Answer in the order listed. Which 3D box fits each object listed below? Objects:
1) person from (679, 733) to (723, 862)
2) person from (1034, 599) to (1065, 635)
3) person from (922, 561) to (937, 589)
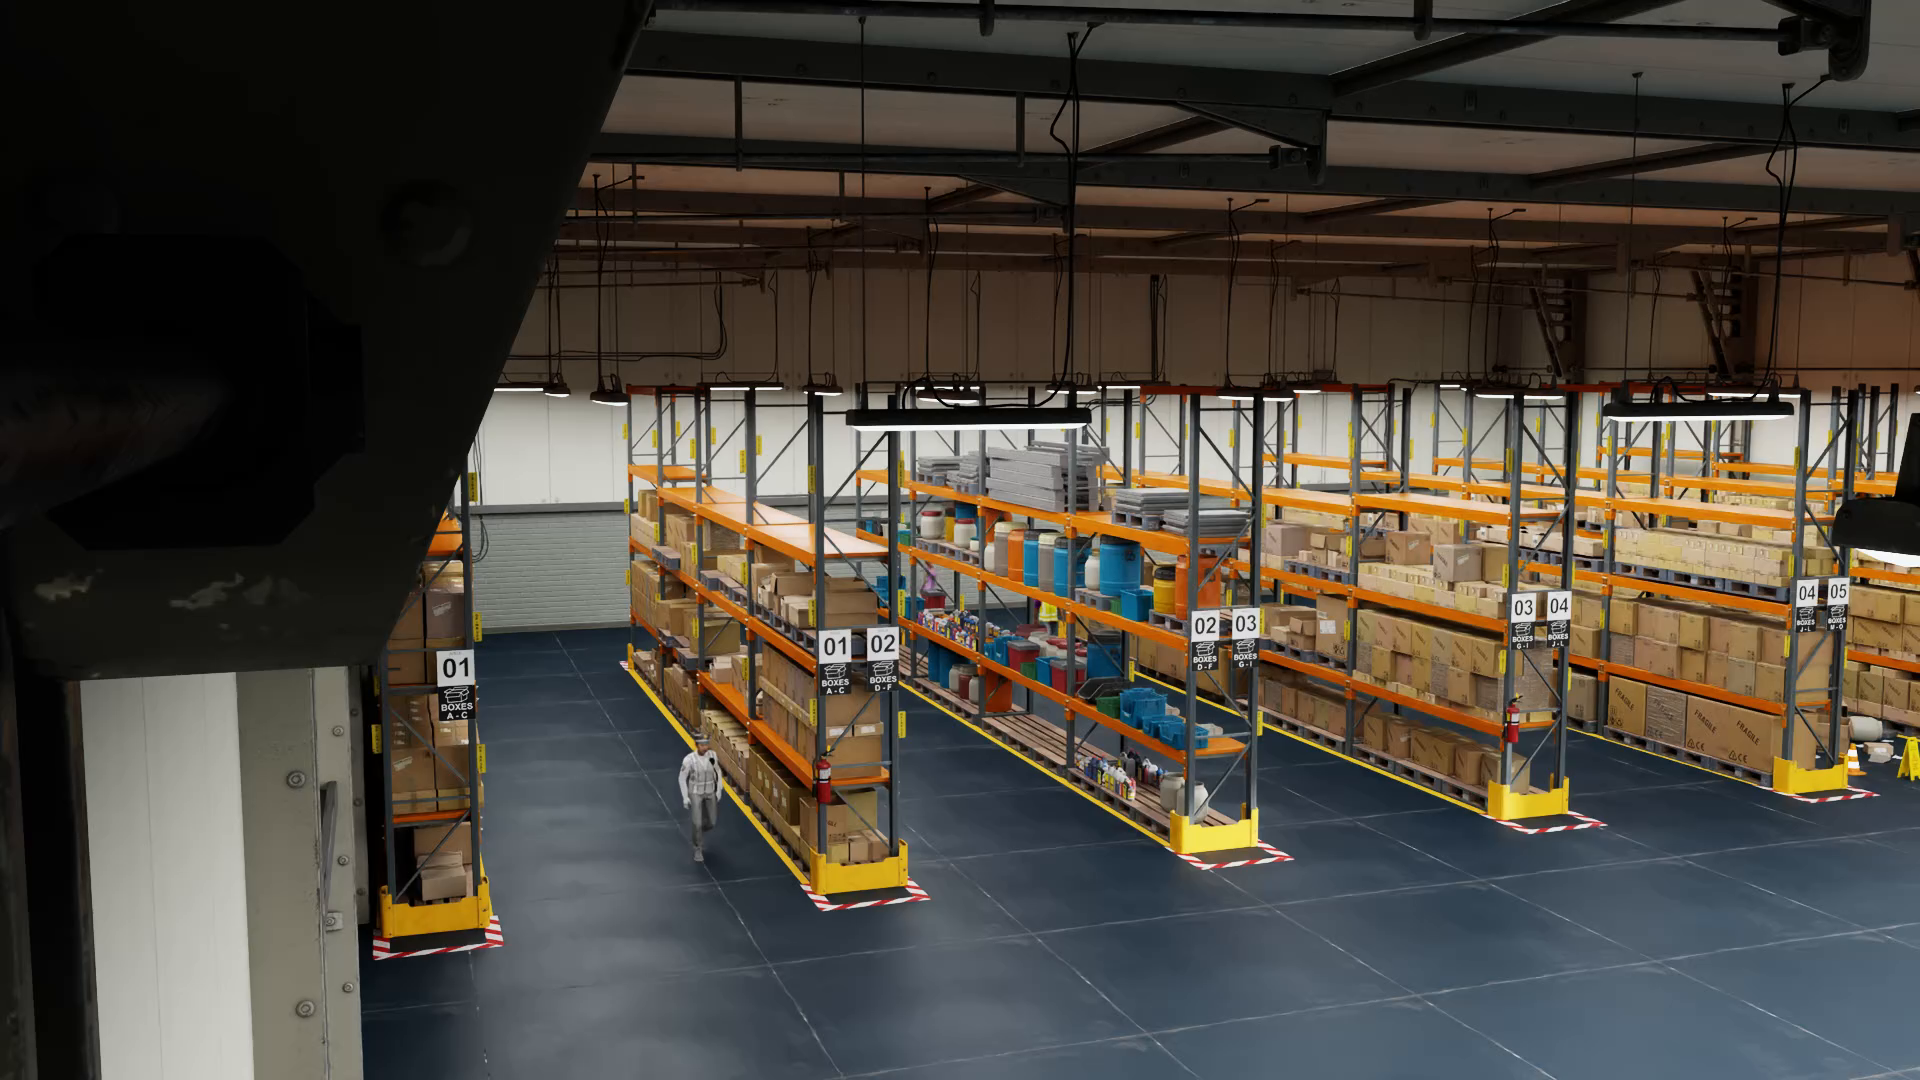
[{"bbox_3d":[-3.385,3.292,21.601,0.583,1.659,0.548,-3,7,-28],"label":"person"},{"bbox_3d":[1.951,1.748,36.029,0.577,1.712,1.081,-2,6,-22],"label":"person"},{"bbox_3d":[-0.850,1.234,41.774,0.717,1.557,0.415,2,6,15],"label":"person"}]
